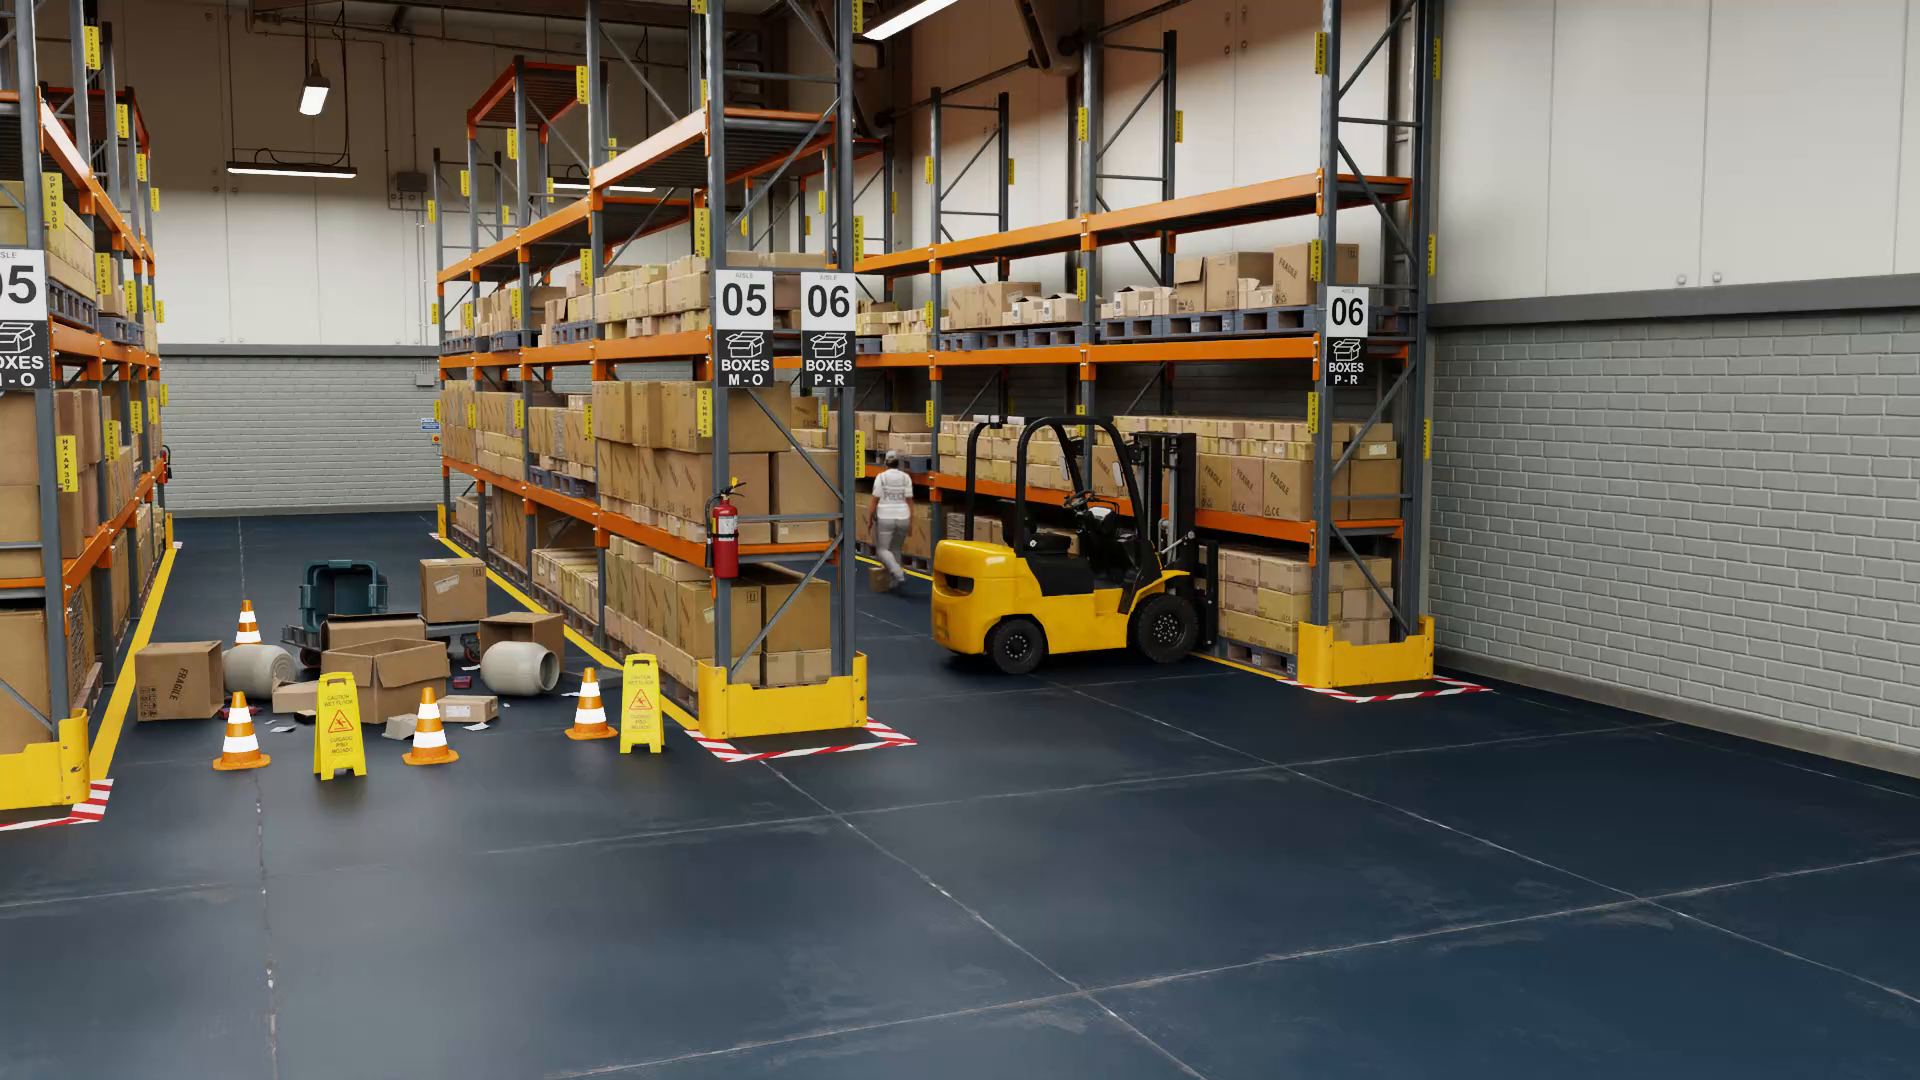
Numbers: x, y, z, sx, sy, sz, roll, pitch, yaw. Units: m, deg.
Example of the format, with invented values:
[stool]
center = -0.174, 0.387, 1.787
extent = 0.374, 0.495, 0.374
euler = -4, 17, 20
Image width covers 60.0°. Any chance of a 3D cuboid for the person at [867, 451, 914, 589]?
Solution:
[person]
center = -0.805, -0.218, 19.249
extent = 0.512, 1.630, 0.854
euler = -3, 6, -28
